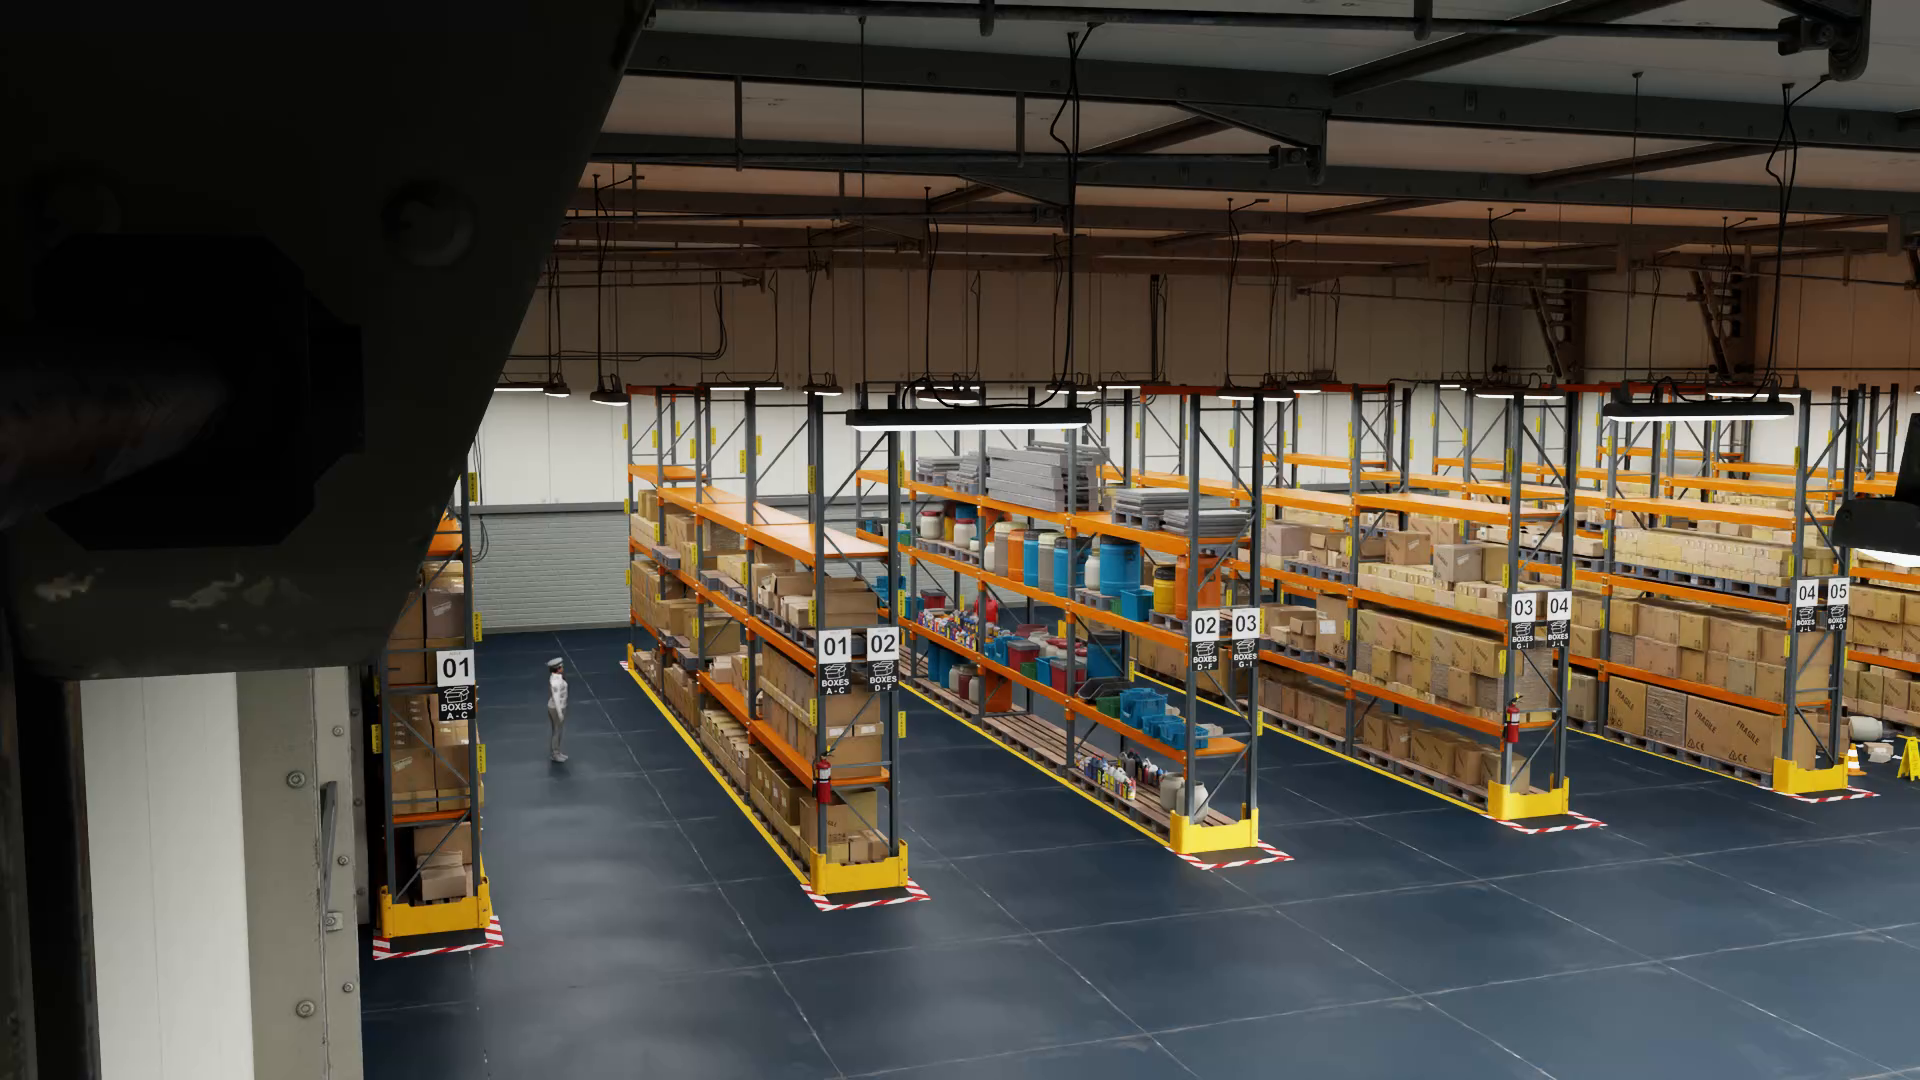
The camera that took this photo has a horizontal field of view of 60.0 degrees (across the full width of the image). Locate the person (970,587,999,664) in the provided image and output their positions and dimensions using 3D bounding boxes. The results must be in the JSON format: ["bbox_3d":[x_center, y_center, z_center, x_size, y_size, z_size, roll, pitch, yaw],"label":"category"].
[{"bbox_3d":[0.550,1.813,34.194,0.664,1.657,1.029,-3,7,-28],"label":"person"}]

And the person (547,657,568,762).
[{"bbox_3d":[-6.485,2.729,26.820,0.351,1.694,0.532,0,6,-1],"label":"person"}]
